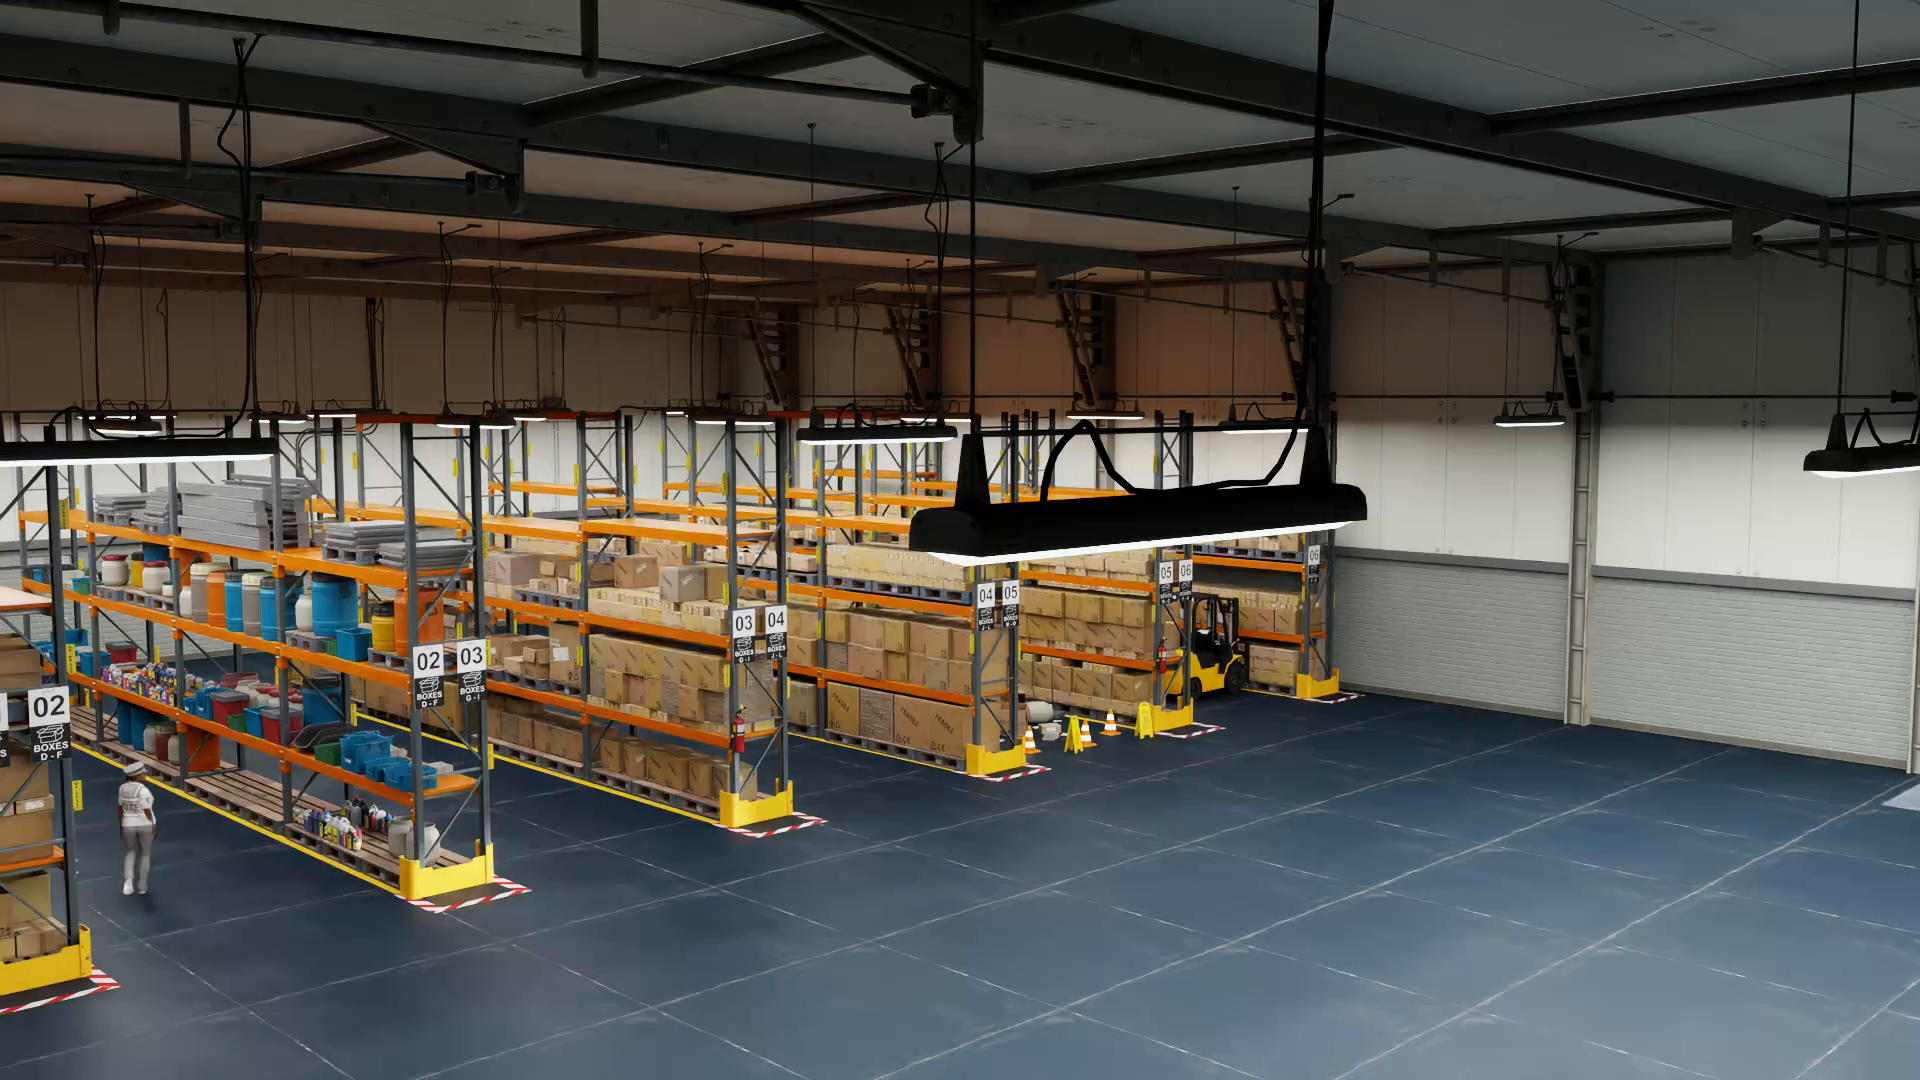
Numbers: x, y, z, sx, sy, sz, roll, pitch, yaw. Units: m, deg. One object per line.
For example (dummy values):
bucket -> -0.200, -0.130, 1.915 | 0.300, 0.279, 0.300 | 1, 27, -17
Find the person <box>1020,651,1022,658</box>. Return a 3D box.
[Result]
person -> 1.286, 2.277, 36.740 | 0.506, 1.757, 0.653 | 0, 5, -2

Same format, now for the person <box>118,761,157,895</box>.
person -> -10.434, 3.647, 21.087 | 0.457, 1.689, 0.432 | -1, 5, -11
